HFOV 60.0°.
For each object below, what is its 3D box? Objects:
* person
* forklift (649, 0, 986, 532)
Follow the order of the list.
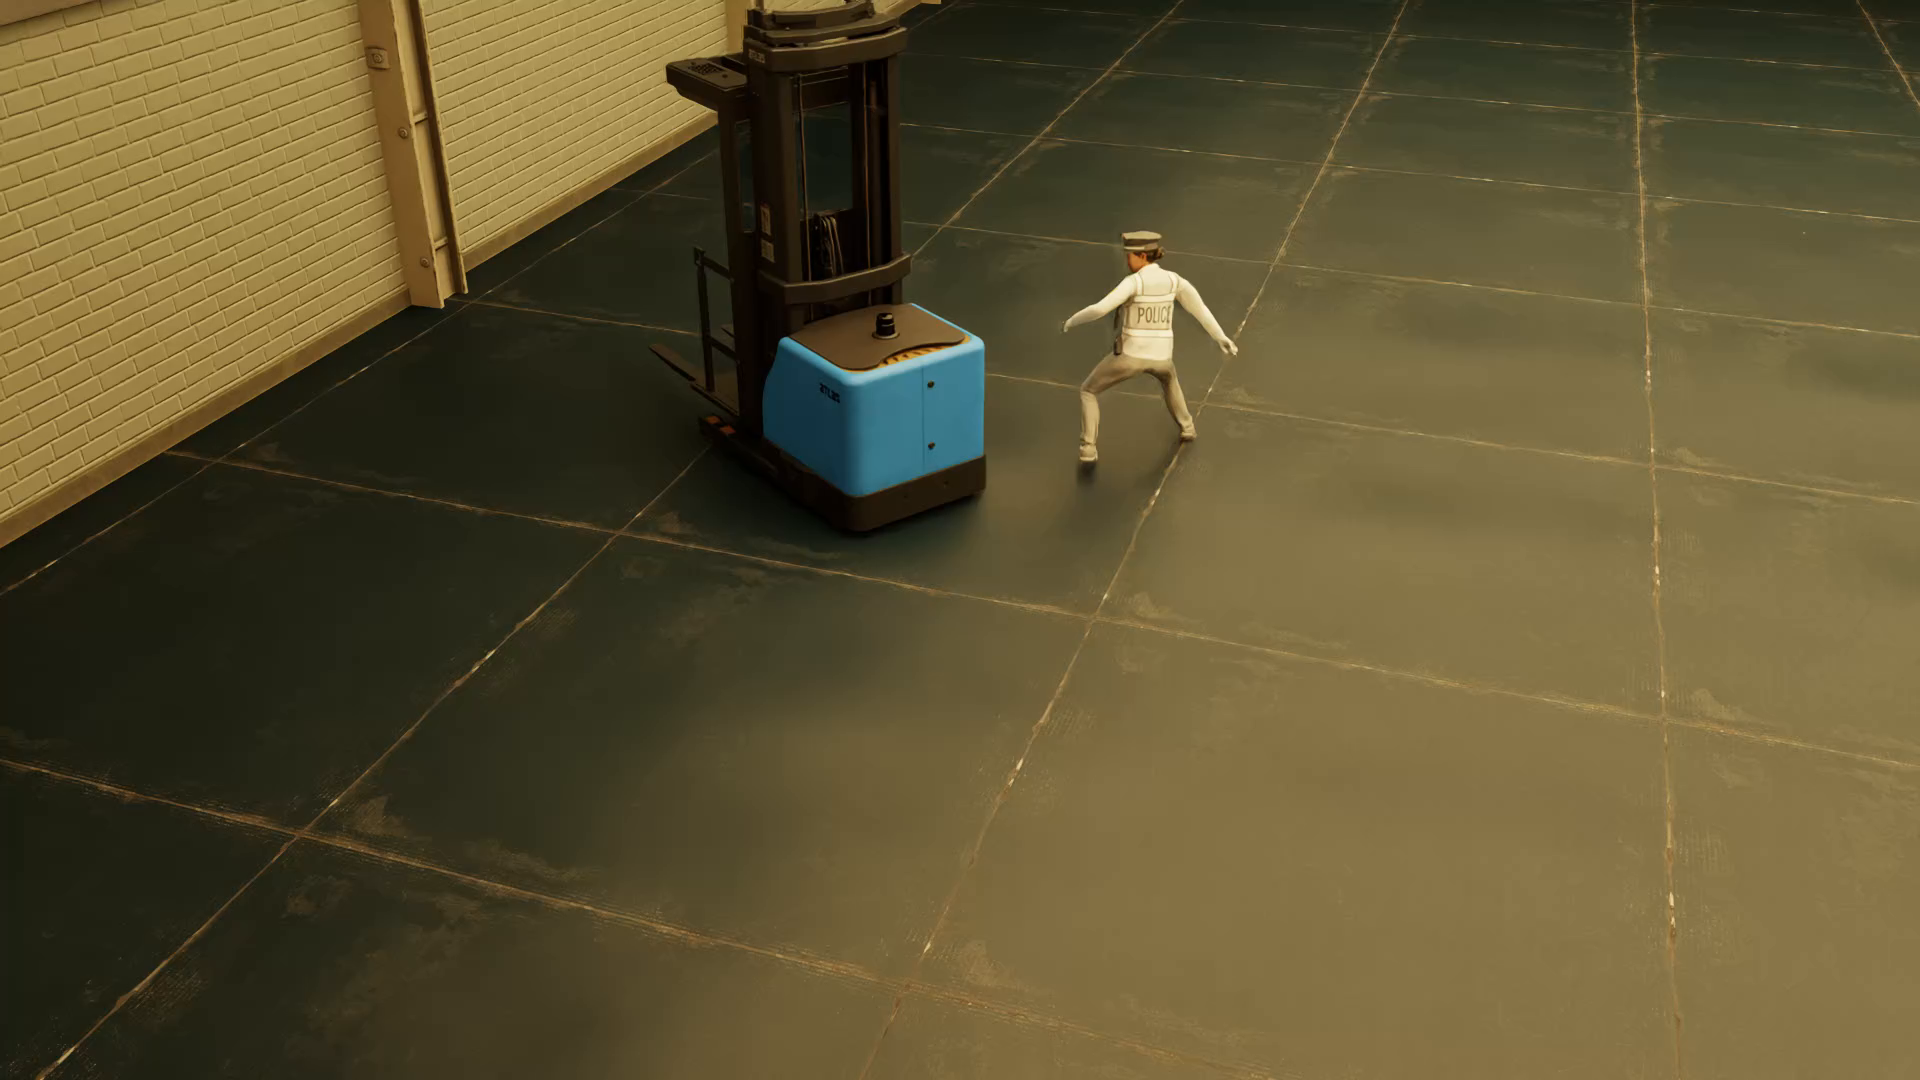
[{"bbox_3d":[1.220,-1.198,10.771,1.057,1.606,0.521,-9,31,-15],"label":"person"},{"bbox_3d":[-1.111,-1.997,10.640,1.130,2.935,3.031,-20,35,-31],"label":"forklift"}]
